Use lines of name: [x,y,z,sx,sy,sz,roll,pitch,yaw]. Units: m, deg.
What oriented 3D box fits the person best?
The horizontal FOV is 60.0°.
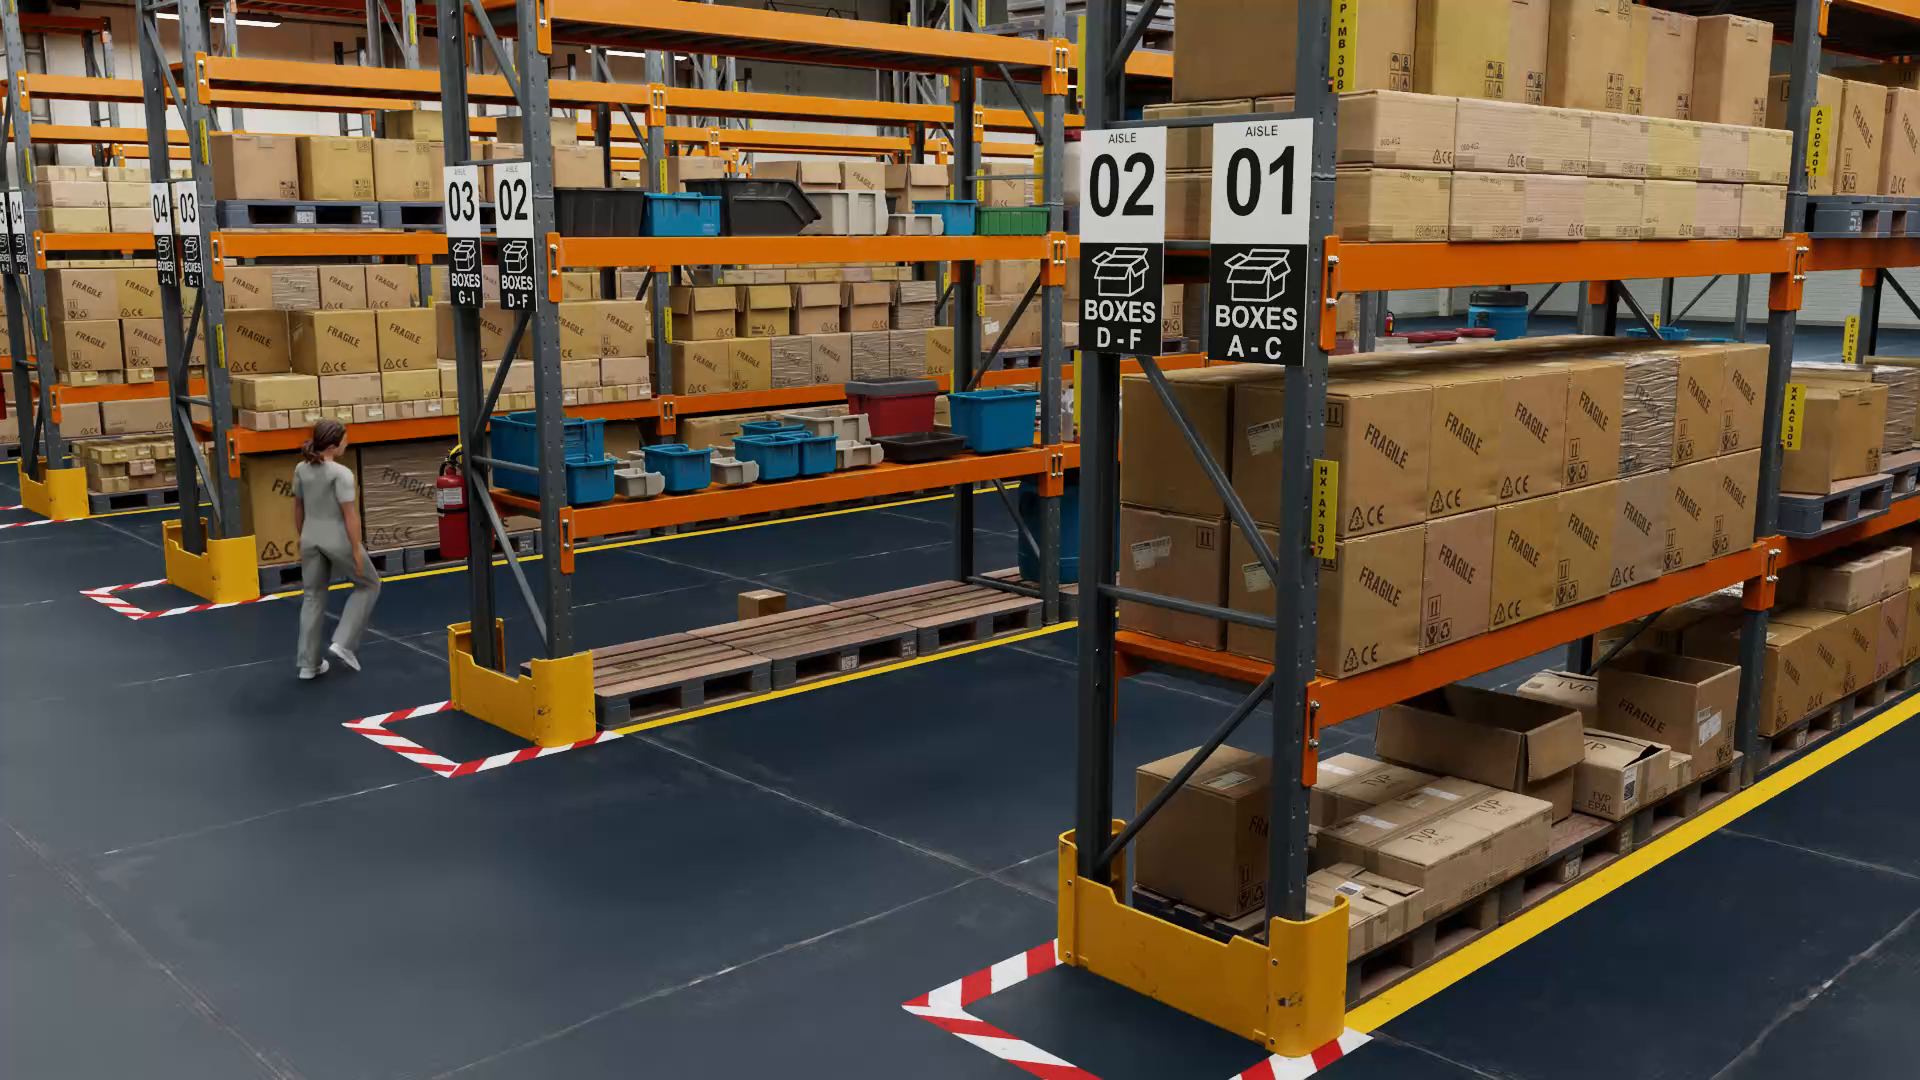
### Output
person: [-4.009,0.057,10.612,0.551,1.685,0.515,3,11,14]
